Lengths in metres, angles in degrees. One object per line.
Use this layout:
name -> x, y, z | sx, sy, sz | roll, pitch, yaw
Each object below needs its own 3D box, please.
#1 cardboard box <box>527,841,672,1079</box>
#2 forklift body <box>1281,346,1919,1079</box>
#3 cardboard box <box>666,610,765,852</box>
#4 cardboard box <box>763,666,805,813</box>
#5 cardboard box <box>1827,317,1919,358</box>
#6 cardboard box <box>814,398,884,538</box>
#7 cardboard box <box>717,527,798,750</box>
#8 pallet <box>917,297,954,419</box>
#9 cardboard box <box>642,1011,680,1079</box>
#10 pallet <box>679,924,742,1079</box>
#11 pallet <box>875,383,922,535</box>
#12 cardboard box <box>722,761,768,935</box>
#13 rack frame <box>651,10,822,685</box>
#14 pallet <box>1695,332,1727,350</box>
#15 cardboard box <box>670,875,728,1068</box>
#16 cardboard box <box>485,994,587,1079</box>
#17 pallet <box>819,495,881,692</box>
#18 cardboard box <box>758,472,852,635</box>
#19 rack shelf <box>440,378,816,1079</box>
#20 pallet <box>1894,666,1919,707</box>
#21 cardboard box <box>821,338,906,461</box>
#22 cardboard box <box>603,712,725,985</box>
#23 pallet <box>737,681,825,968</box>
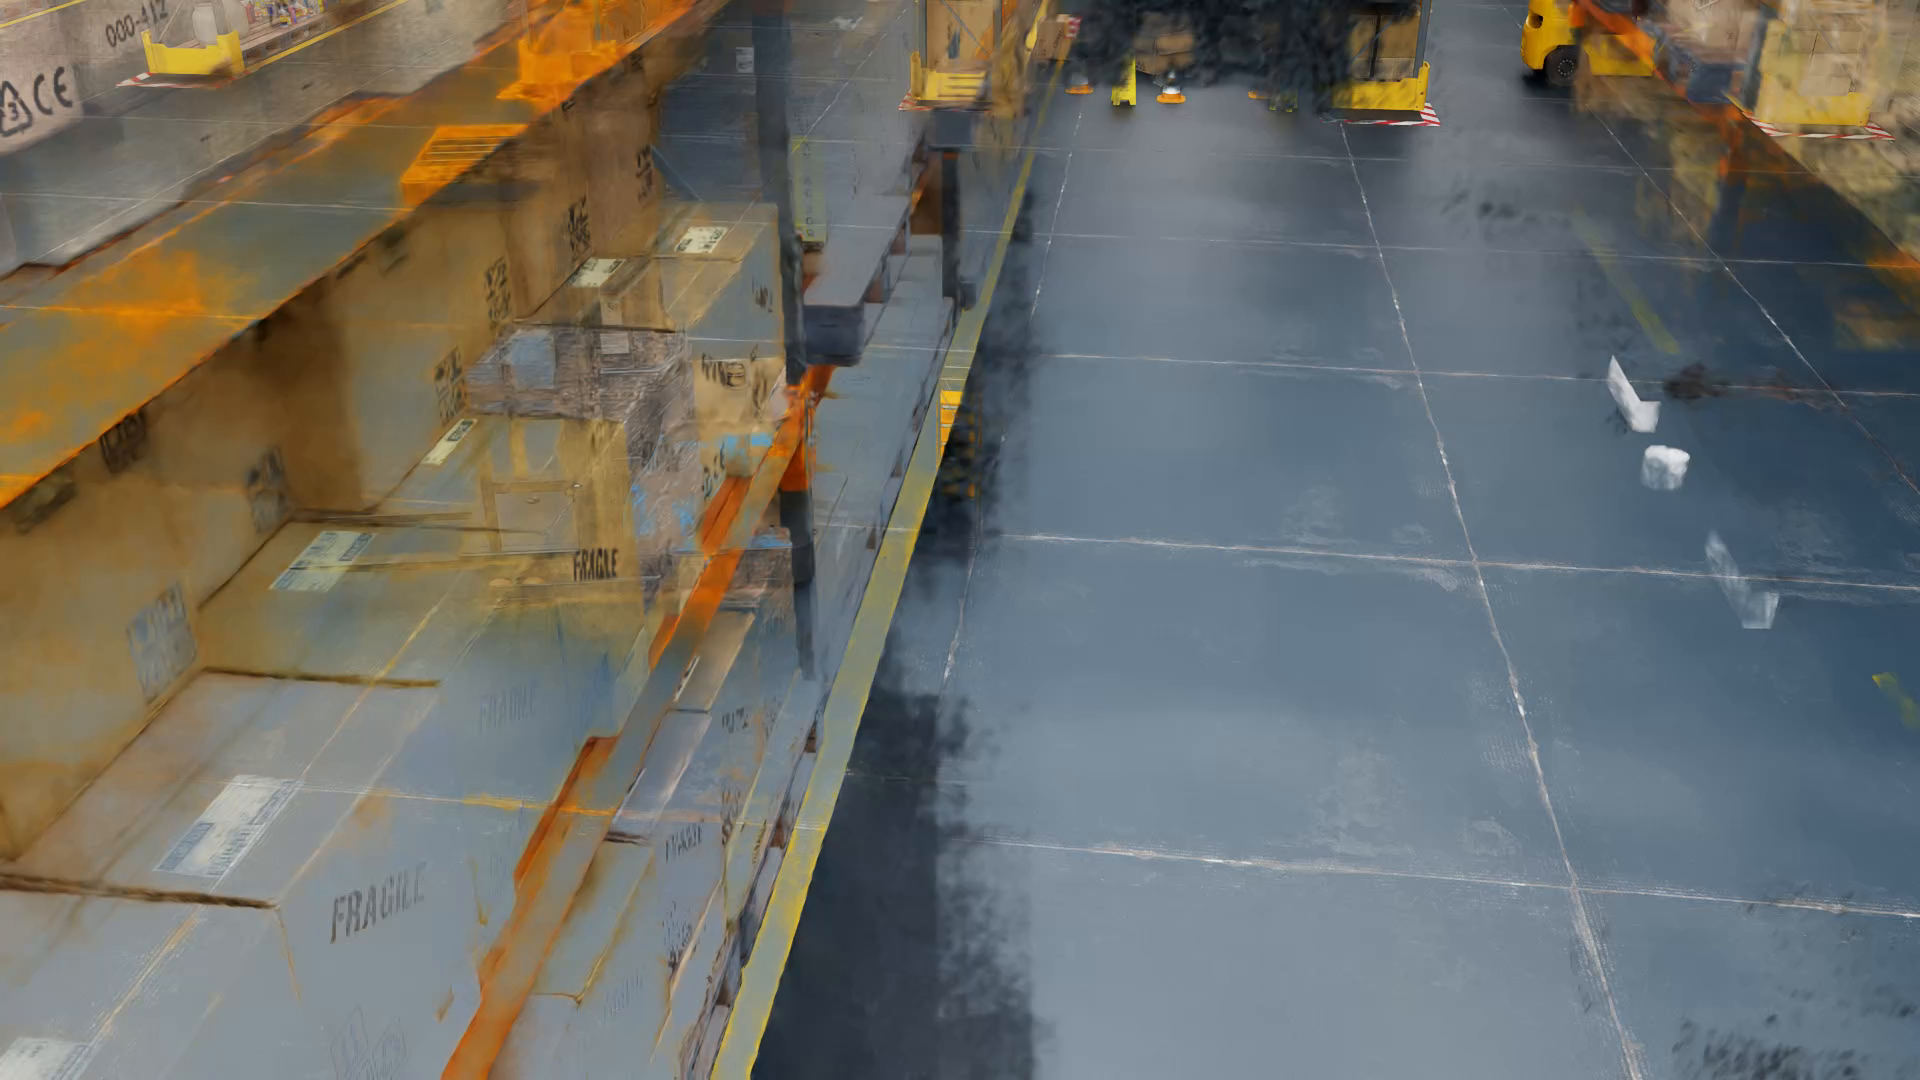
cardboard box -> 5.436, -6.641, 21.079 | 0.500, 0.500, 0.500 | 4, 29, 7
forklift body -> 8.279, -6.818, 20.637 | 2.313, 2.155, 1.214 | 3, 28, 6
cardboard box -> 5.554, -7.133, 21.993 | 0.500, 0.500, 0.500 | 4, 29, 7
cardboard box -> 5.615, -7.043, 22.616 | 0.500, 0.250, 0.500 | 5, 29, 9
cardboard box -> 10.593, -8.180, 24.332 | 0.875, 0.625, 0.625 | 2, 28, 4
cardboard box -> 5.568, -7.976, 24.220 | 0.950, 0.372, 0.625 | 5, 29, 9
cardboard box -> 5.615, -7.373, 22.438 | 0.500, 0.500, 0.500 | 3, 28, 5
pallet -> 5.814, -8.650, 26.083 | 1.003, 0.211, 1.213 | 3, 28, 6
cardboard box -> 5.429, -6.315, 21.265 | 0.500, 0.250, 0.500 | 5, 29, 10
pallet -> 5.227, -6.241, 21.611 | 1.003, 0.211, 1.213 | 3, 28, 6
pallet -> 5.662, -8.077, 25.020 | 1.003, 0.211, 1.213 | 3, 28, 6
cardboard box -> 5.560, -6.791, 22.150 | 0.500, 0.250, 0.500 | 3, 28, 5
rack frame -> 5.421, -8.362, 22.609 | 1.000, 3.000, 0.127 | 3, 28, 6
pallet -> 10.698, -8.346, 25.518 | 1.003, 0.211, 1.213 | 3, 28, 6
cardboard box -> 5.493, -6.552, 21.706 | 0.500, 0.250, 0.500 | 4, 29, 7
cardboard box -> 5.366, -6.405, 20.642 | 0.500, 0.500, 0.500 | 2, 28, 4
pallet -> 5.515, -7.501, 23.951 | 1.003, 0.211, 1.213 | 3, 28, 6
cardboard box -> 5.483, -7.637, 23.591 | 0.950, 0.372, 0.625 | 4, 29, 7
rack shelf -> 5.176, -7.104, 21.032 | 1.077, 0.370, 4.000 | 3, 28, 6
pallet -> 10.399, -7.197, 23.386 | 1.003, 0.211, 1.213 | 3, 28, 6
cardboard box -> 5.651, -8.303, 24.828 | 0.950, 0.372, 0.625 | 4, 29, 8
cardboard box -> 5.493, -6.893, 21.547 | 0.500, 0.500, 0.500 | 5, 29, 9
pallet -> 5.374, -6.816, 22.680 | 1.003, 0.211, 1.213 | 3, 28, 6
